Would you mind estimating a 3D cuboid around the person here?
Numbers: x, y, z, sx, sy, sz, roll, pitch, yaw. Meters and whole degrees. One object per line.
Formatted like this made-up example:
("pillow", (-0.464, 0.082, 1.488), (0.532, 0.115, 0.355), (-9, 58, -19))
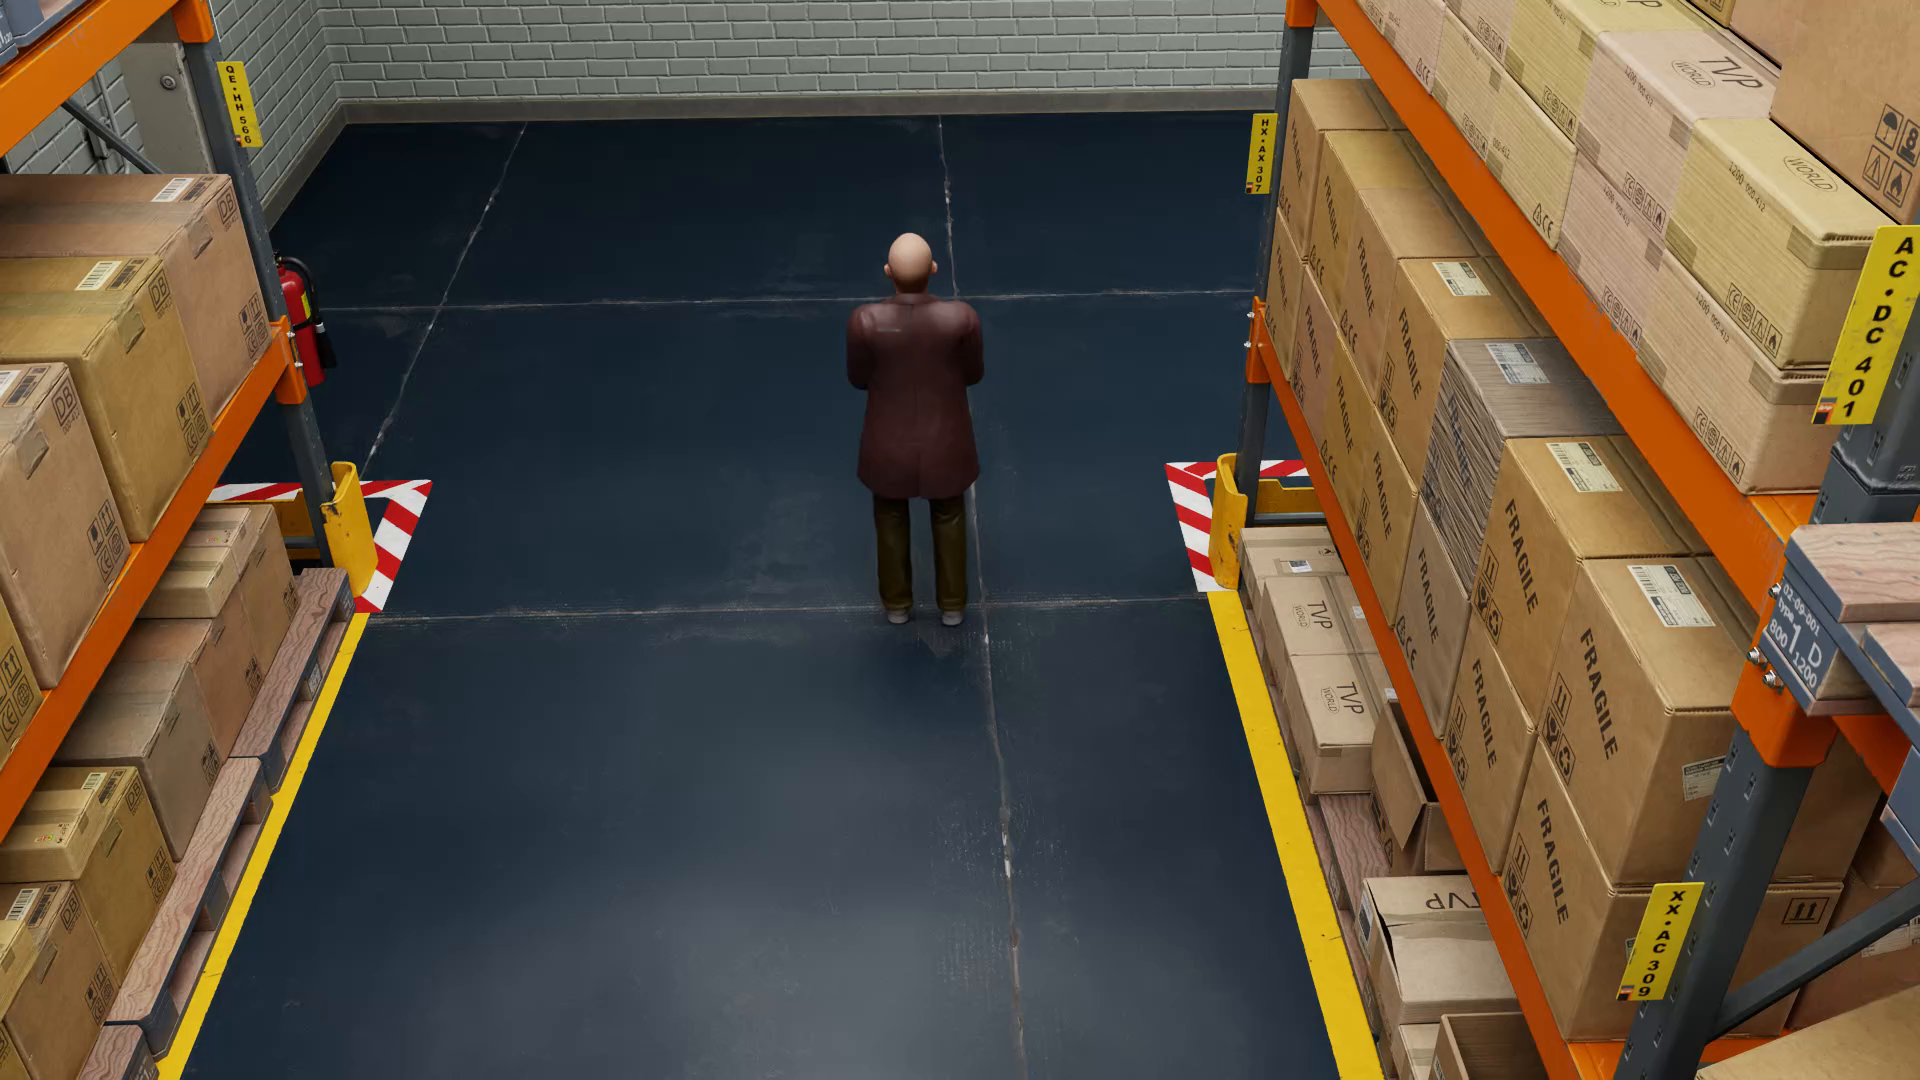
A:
("person", (-0.180, -0.485, 6.851), (0.548, 1.780, 0.535), (-2, 35, -2))
